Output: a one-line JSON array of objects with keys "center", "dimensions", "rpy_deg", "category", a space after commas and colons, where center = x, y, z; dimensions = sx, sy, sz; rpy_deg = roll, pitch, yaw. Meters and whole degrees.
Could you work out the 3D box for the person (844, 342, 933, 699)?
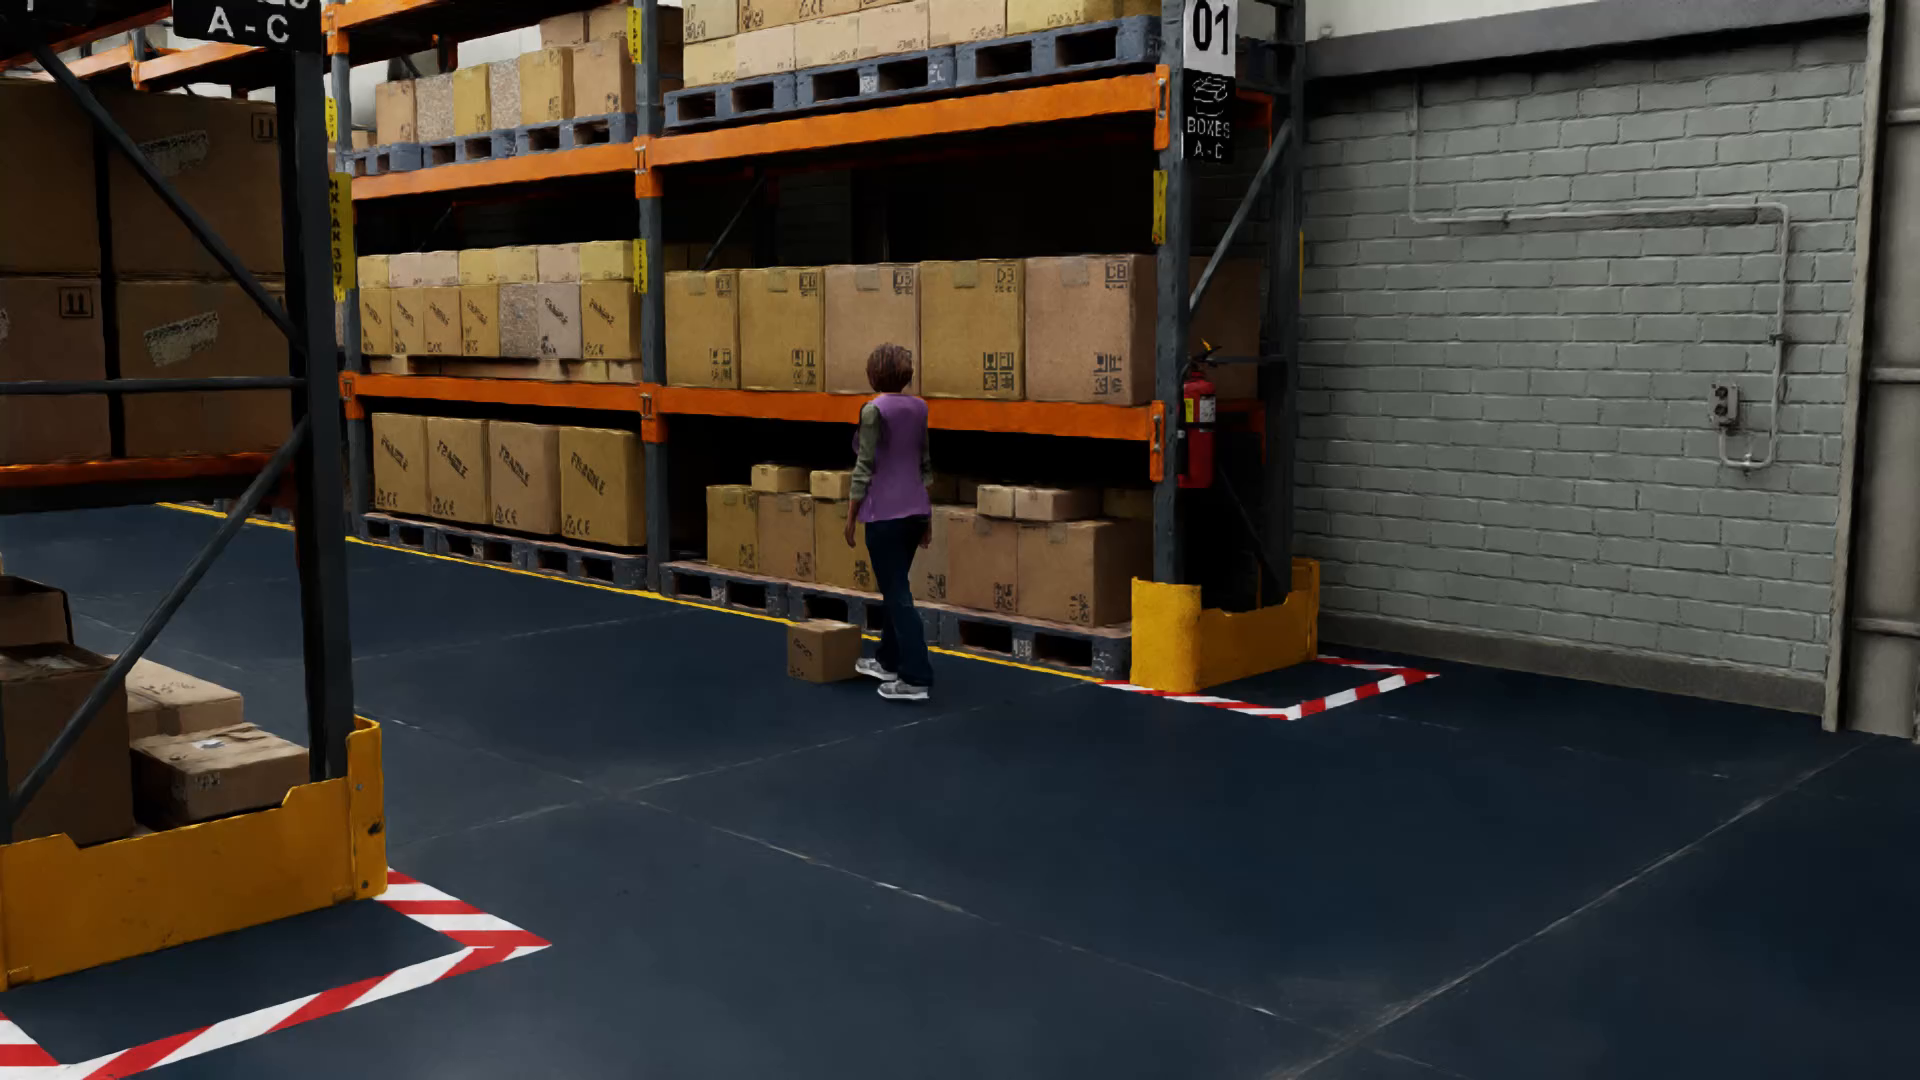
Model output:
[{"center": [-0.357, -0.095, 7.508], "dimensions": [0.635, 1.587, 0.429], "rpy_deg": [6, 9, 40], "category": "person"}]
